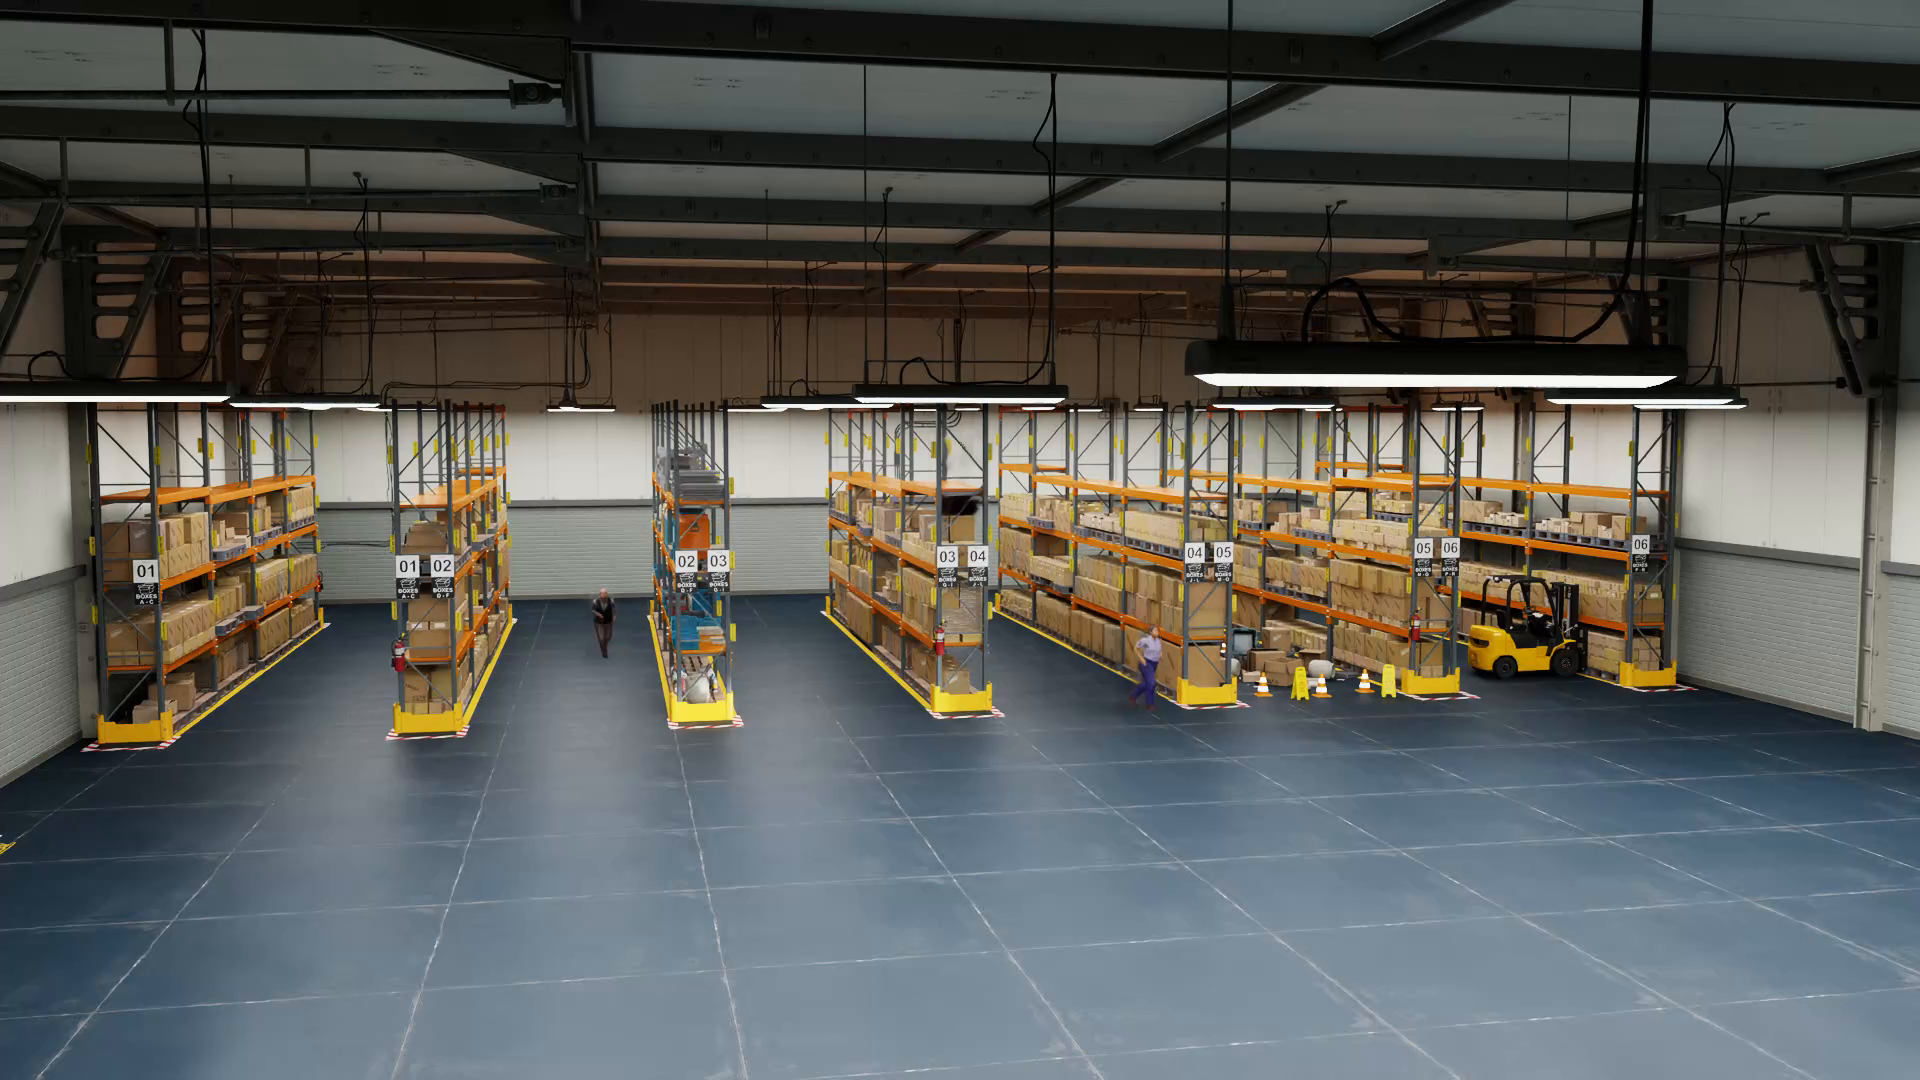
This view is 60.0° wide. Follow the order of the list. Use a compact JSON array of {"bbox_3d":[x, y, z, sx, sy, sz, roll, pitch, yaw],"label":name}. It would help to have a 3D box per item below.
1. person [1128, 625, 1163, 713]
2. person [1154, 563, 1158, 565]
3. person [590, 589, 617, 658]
[{"bbox_3d":[3.639,2.489,32.291,0.773,1.693,0.606,4,6,41],"label":"person"},{"bbox_3d":[6.306,1.059,50.917,0.772,1.724,0.547,-1,4,-9],"label":"person"},{"bbox_3d":[-8.376,1.968,39.124,0.649,1.647,0.727,-1,4,-15],"label":"person"}]
